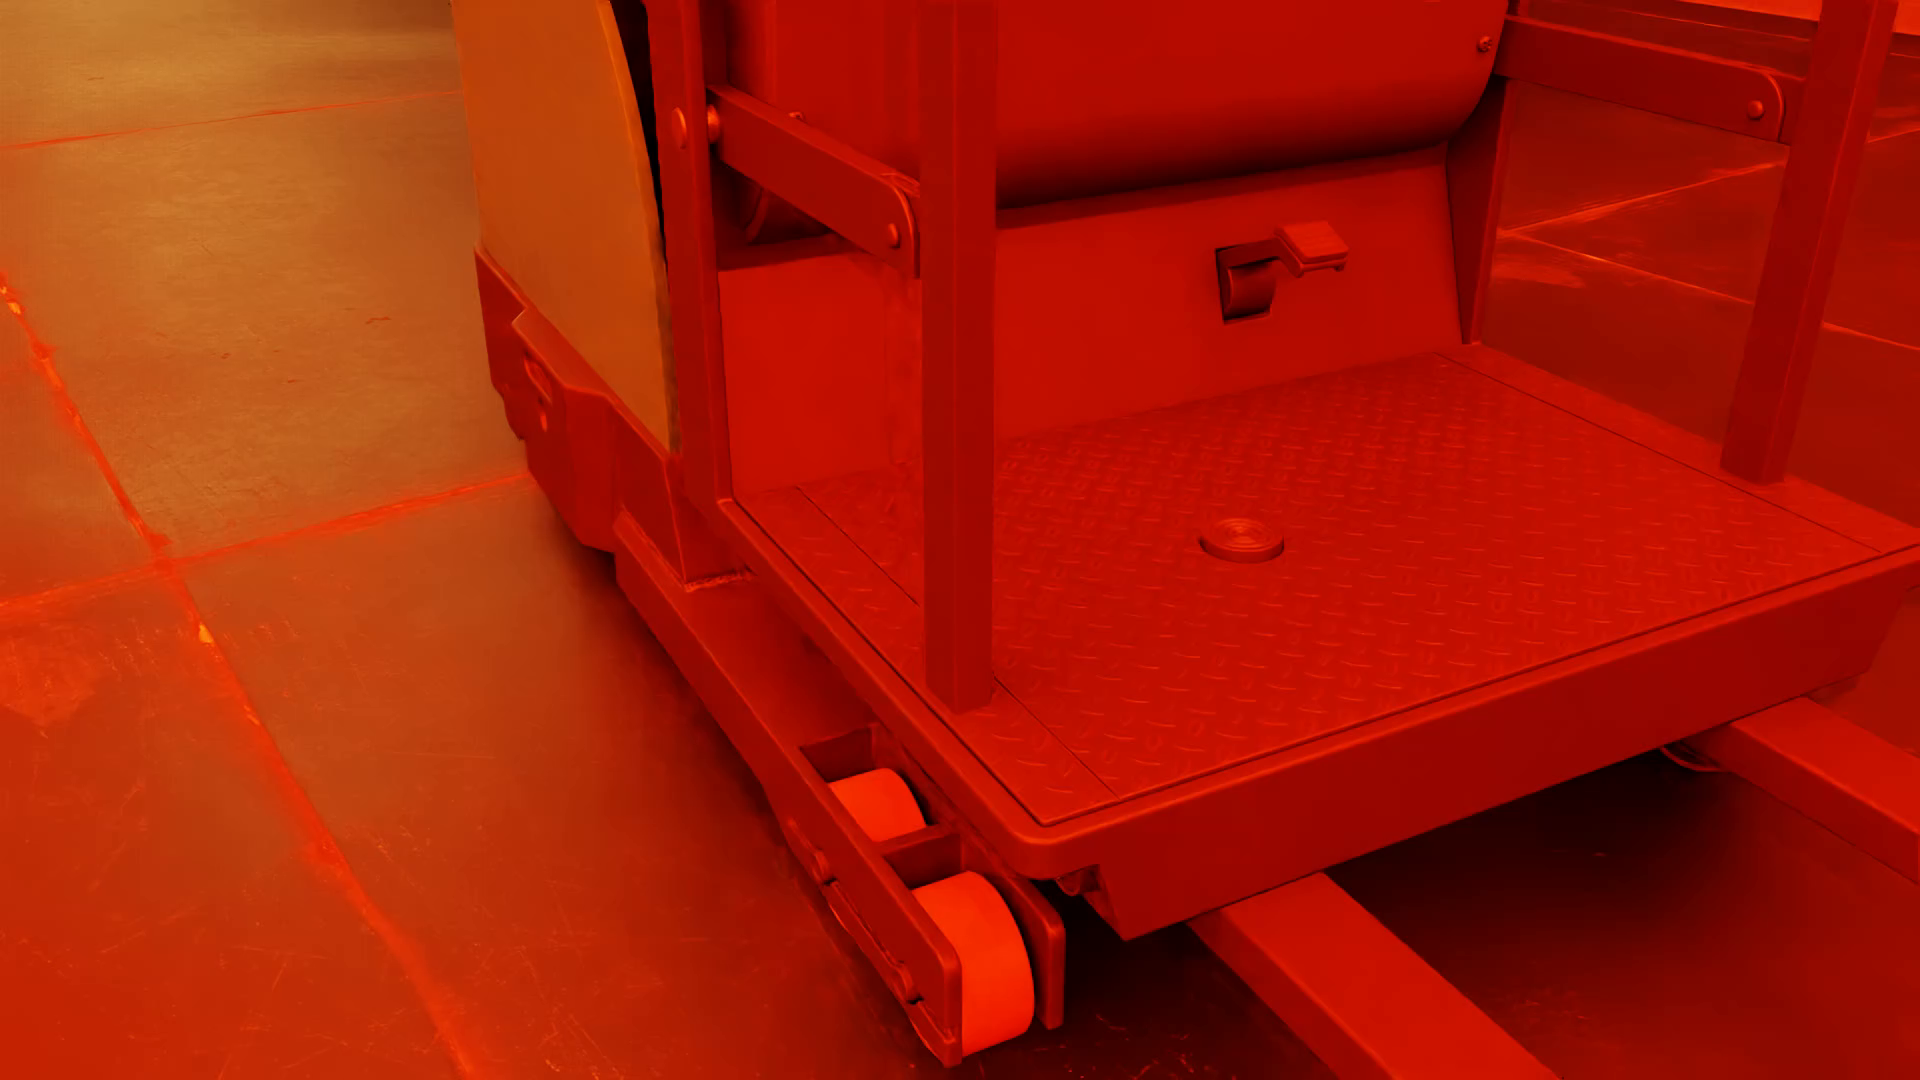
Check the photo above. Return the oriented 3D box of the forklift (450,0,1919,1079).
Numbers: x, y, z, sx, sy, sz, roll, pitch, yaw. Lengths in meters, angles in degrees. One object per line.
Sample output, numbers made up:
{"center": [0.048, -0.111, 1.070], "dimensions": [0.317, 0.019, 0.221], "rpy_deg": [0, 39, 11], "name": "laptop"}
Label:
{"center": [0.312, -1.062, 1.347], "dimensions": [1.130, 2.935, 3.031], "rpy_deg": [-13, 30, -24], "name": "forklift"}
